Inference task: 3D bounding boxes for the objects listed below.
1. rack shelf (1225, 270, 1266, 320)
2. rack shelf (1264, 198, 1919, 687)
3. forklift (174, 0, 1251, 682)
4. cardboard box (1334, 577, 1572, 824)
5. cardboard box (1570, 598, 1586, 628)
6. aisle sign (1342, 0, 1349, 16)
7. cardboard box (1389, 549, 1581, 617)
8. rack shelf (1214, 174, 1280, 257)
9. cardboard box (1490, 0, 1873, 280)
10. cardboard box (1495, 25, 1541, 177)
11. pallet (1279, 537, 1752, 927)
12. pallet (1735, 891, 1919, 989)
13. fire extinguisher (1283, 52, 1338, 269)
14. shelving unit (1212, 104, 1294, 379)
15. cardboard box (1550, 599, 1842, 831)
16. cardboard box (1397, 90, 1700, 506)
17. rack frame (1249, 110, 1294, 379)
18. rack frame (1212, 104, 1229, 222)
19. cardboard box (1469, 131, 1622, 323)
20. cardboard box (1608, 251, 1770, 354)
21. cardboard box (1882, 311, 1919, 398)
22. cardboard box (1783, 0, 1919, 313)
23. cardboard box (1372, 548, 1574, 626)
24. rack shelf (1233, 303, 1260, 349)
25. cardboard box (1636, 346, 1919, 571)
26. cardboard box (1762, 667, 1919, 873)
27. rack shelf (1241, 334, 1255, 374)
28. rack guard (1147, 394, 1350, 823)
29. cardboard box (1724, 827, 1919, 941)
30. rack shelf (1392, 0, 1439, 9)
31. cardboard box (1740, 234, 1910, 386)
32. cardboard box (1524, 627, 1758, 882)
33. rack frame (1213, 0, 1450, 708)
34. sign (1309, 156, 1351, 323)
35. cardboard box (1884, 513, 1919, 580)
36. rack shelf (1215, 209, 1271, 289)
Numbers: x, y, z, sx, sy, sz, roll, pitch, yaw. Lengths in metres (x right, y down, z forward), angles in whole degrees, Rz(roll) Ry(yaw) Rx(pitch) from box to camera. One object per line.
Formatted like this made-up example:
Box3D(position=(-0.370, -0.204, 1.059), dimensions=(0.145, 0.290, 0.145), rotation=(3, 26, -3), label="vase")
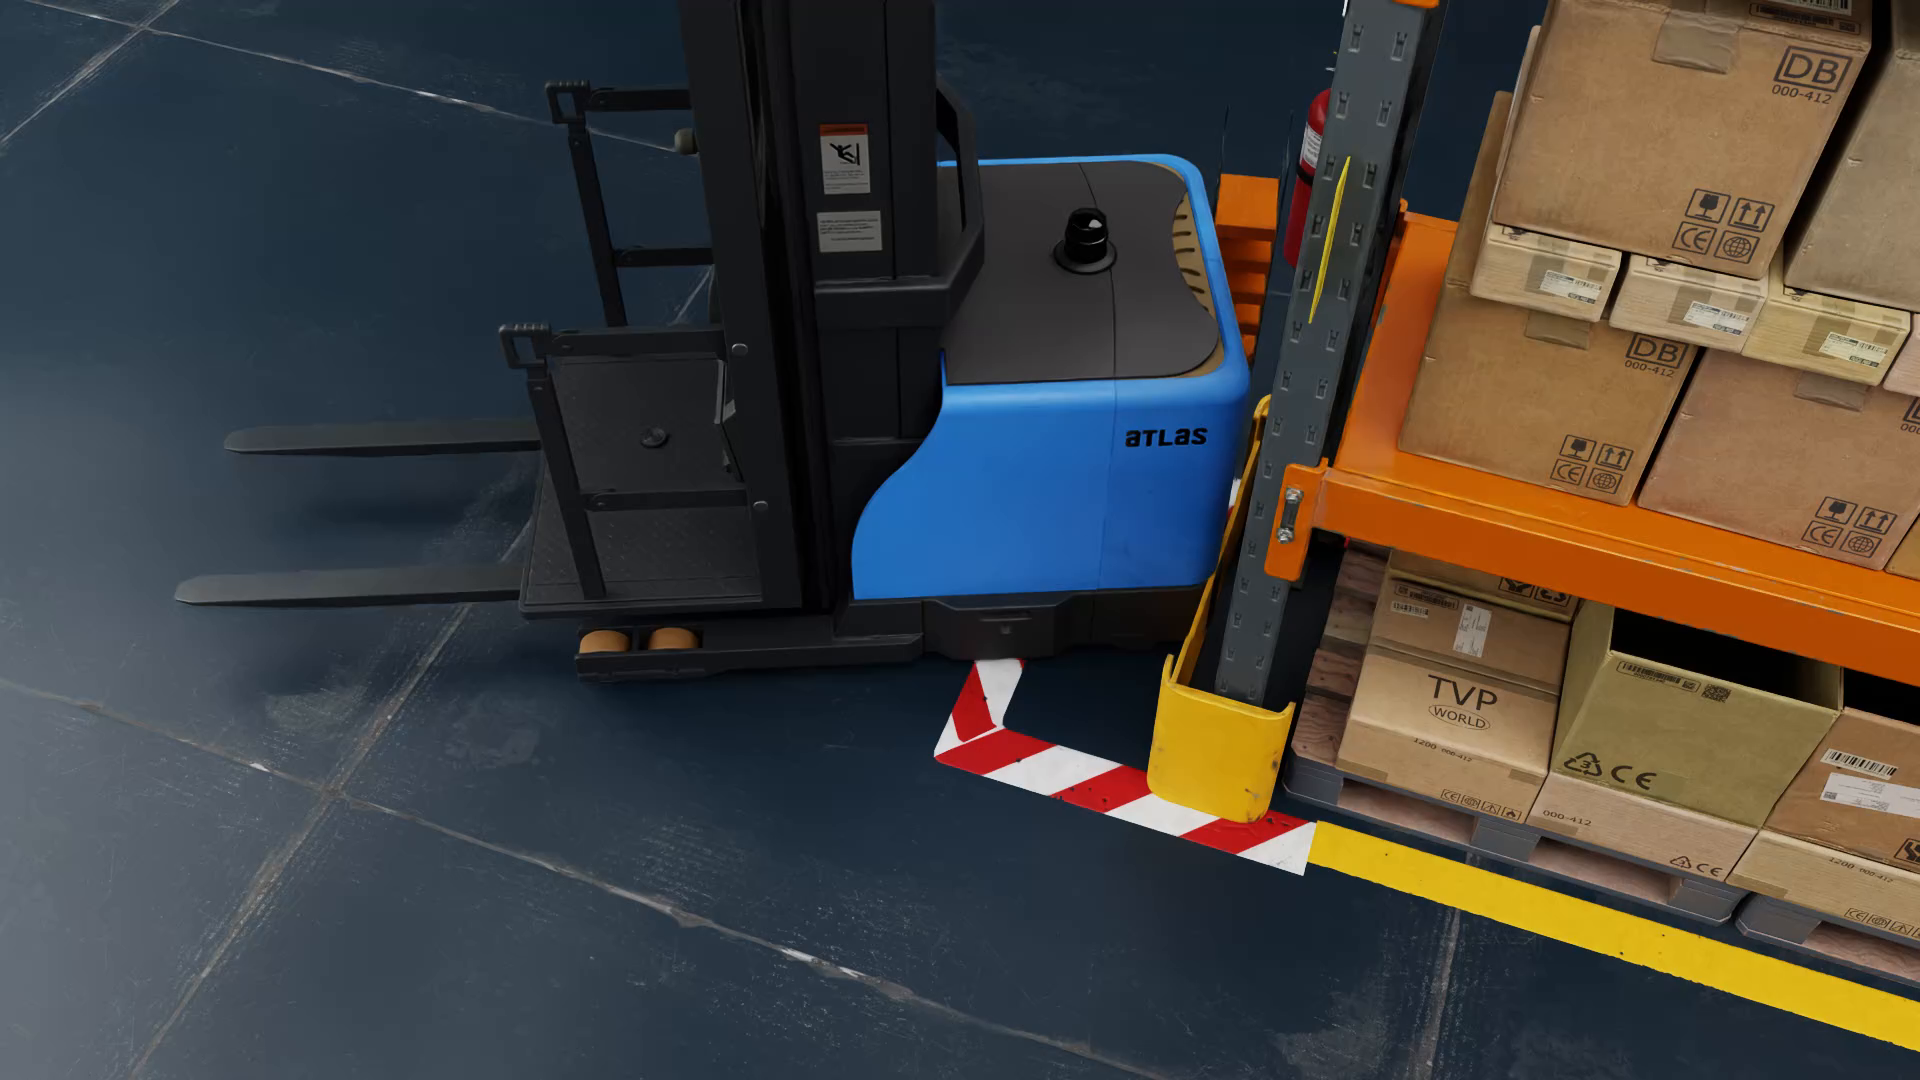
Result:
Box3D(position=(0.835, -0.799, 5.048), dimensions=(0.180, 0.103, 0.258), rotation=(7, 49, 6), label="rack shelf")
Box3D(position=(2.767, 0.118, 3.639), dimensions=(4.000, 0.370, 1.077), rotation=(16, 51, 13), label="rack shelf")
Box3D(position=(-0.779, -0.955, 4.138), dimensions=(3.031, 2.935, 1.130), rotation=(-2, 49, -2), label="forklift")
Box3D(position=(1.317, 0.420, 4.443), dimensions=(0.500, 0.250, 0.500), rotation=(16, 51, 13), label="cardboard box")
Box3D(position=(1.970, 0.175, 4.655), dimensions=(0.500, 0.250, 0.500), rotation=(16, 51, 13), label="cardboard box")
Box3D(position=(0.723, -1.293, 2.665), dimensions=(0.004, 0.787, 0.394), rotation=(16, 51, 13), label="aisle sign")
Box3D(position=(1.497, -0.195, 4.479), dimensions=(0.500, 0.500, 0.500), rotation=(16, 51, 13), label="cardboard box")
Box3D(position=(0.835, -0.956, 4.867), dimensions=(0.180, 0.103, 0.258), rotation=(7, 49, 6), label="rack shelf")
Box3D(position=(1.374, -0.954, 3.167), dimensions=(0.500, 0.500, 0.700), rotation=(16, 51, 13), label="cardboard box")
Box3D(position=(1.316, -0.922, 3.568), dimensions=(0.250, 0.149, 0.380), rotation=(15, 51, 13), label="cardboard box")
Box3D(position=(1.623, 0.442, 4.727), dimensions=(1.213, 0.211, 1.003), rotation=(16, 51, 13), label="pallet")
Box3D(position=(2.764, 0.763, 4.449), dimensions=(1.213, 0.211, 1.003), rotation=(16, 51, 13), label="pallet")
Box3D(position=(0.941, -0.976, 4.162), dimensions=(0.183, 0.674, 0.296), rotation=(16, 51, 13), label="fire extinguisher")
Box3D(position=(0.835, -0.749, 5.105), dimensions=(0.189, 1.200, 0.258), rotation=(7, 49, 6), label="shelving unit")
Box3D(position=(1.787, 0.304, 4.047), dimensions=(0.500, 0.500, 0.500), rotation=(16, 51, 13), label="cardboard box")
Box3D(position=(1.325, -0.543, 3.669), dimensions=(0.500, 0.500, 0.700), rotation=(16, 51, 13), label="cardboard box")
Box3D(position=(0.926, -0.738, 5.096), dimensions=(0.006, 1.200, 0.240), rotation=(7, 49, 6), label="rack frame")
Box3D(position=(0.745, -0.760, 5.115), dimensions=(0.006, 1.200, 0.240), rotation=(7, 49, 6), label="rack frame")
Box3D(position=(1.185, -0.631, 3.317), dimensions=(0.250, 0.149, 0.380), rotation=(15, 51, 13), label="cardboard box")
Box3D(position=(1.433, -0.564, 3.258), dimensions=(0.250, 0.149, 0.380), rotation=(14, 51, 12), label="cardboard box")
Box3D(position=(1.903, -0.430, 3.142), dimensions=(0.250, 0.149, 0.380), rotation=(15, 51, 13), label="cardboard box")
Box3D(position=(1.869, -0.820, 3.051), dimensions=(0.500, 0.500, 0.700), rotation=(14, 51, 12), label="cardboard box")
Box3D(position=(1.497, 0.052, 4.761), dimensions=(0.500, 0.250, 0.500), rotation=(16, 51, 13), label="cardboard box")
Box3D(position=(0.835, -0.720, 5.139), dimensions=(0.180, 0.103, 0.258), rotation=(7, 49, 6), label="rack shelf")
Box3D(position=(1.819, -0.409, 3.553), dimensions=(0.500, 0.500, 0.700), rotation=(17, 51, 14), label="cardboard box")
Box3D(position=(2.260, 0.425, 3.942), dimensions=(0.500, 0.500, 0.500), rotation=(16, 51, 13), label="cardboard box")
Box3D(position=(0.835, -0.642, 5.230), dimensions=(0.180, 0.103, 0.258), rotation=(7, 49, 6), label="rack shelf")
Box3D(position=(0.869, 0.171, 4.771), dimensions=(0.348, 0.500, 1.175), rotation=(16, 51, 13), label="rack guard")
Box3D(position=(2.256, 0.679, 4.218), dimensions=(0.500, 0.250, 0.500), rotation=(16, 51, 13), label="cardboard box")
Box3D(position=(2.767, -0.865, 2.505), dimensions=(4.000, 0.370, 1.077), rotation=(16, 51, 13), label="rack shelf")
Box3D(position=(1.667, -0.498, 3.201), dimensions=(0.250, 0.149, 0.380), rotation=(16, 51, 13), label="cardboard box")
Box3D(position=(1.787, 0.548, 4.332), dimensions=(0.500, 0.250, 0.500), rotation=(16, 51, 13), label="cardboard box")
Box3D(position=(0.891, -0.641, 3.821), dimensions=(0.127, 3.000, 1.000), rotation=(16, 51, 13), label="rack frame")
Box3D(position=(0.693, -0.559, 3.124), dimensions=(0.005, 0.325, 0.100), rotation=(16, 51, 13), label="sign")
Box3D(position=(2.283, -0.275, 3.437), dimensions=(0.500, 0.500, 0.700), rotation=(16, 51, 13), label="cardboard box")
Box3D(position=(0.835, -0.877, 4.958), dimensions=(0.180, 0.103, 0.258), rotation=(7, 49, 6), label="rack shelf")
